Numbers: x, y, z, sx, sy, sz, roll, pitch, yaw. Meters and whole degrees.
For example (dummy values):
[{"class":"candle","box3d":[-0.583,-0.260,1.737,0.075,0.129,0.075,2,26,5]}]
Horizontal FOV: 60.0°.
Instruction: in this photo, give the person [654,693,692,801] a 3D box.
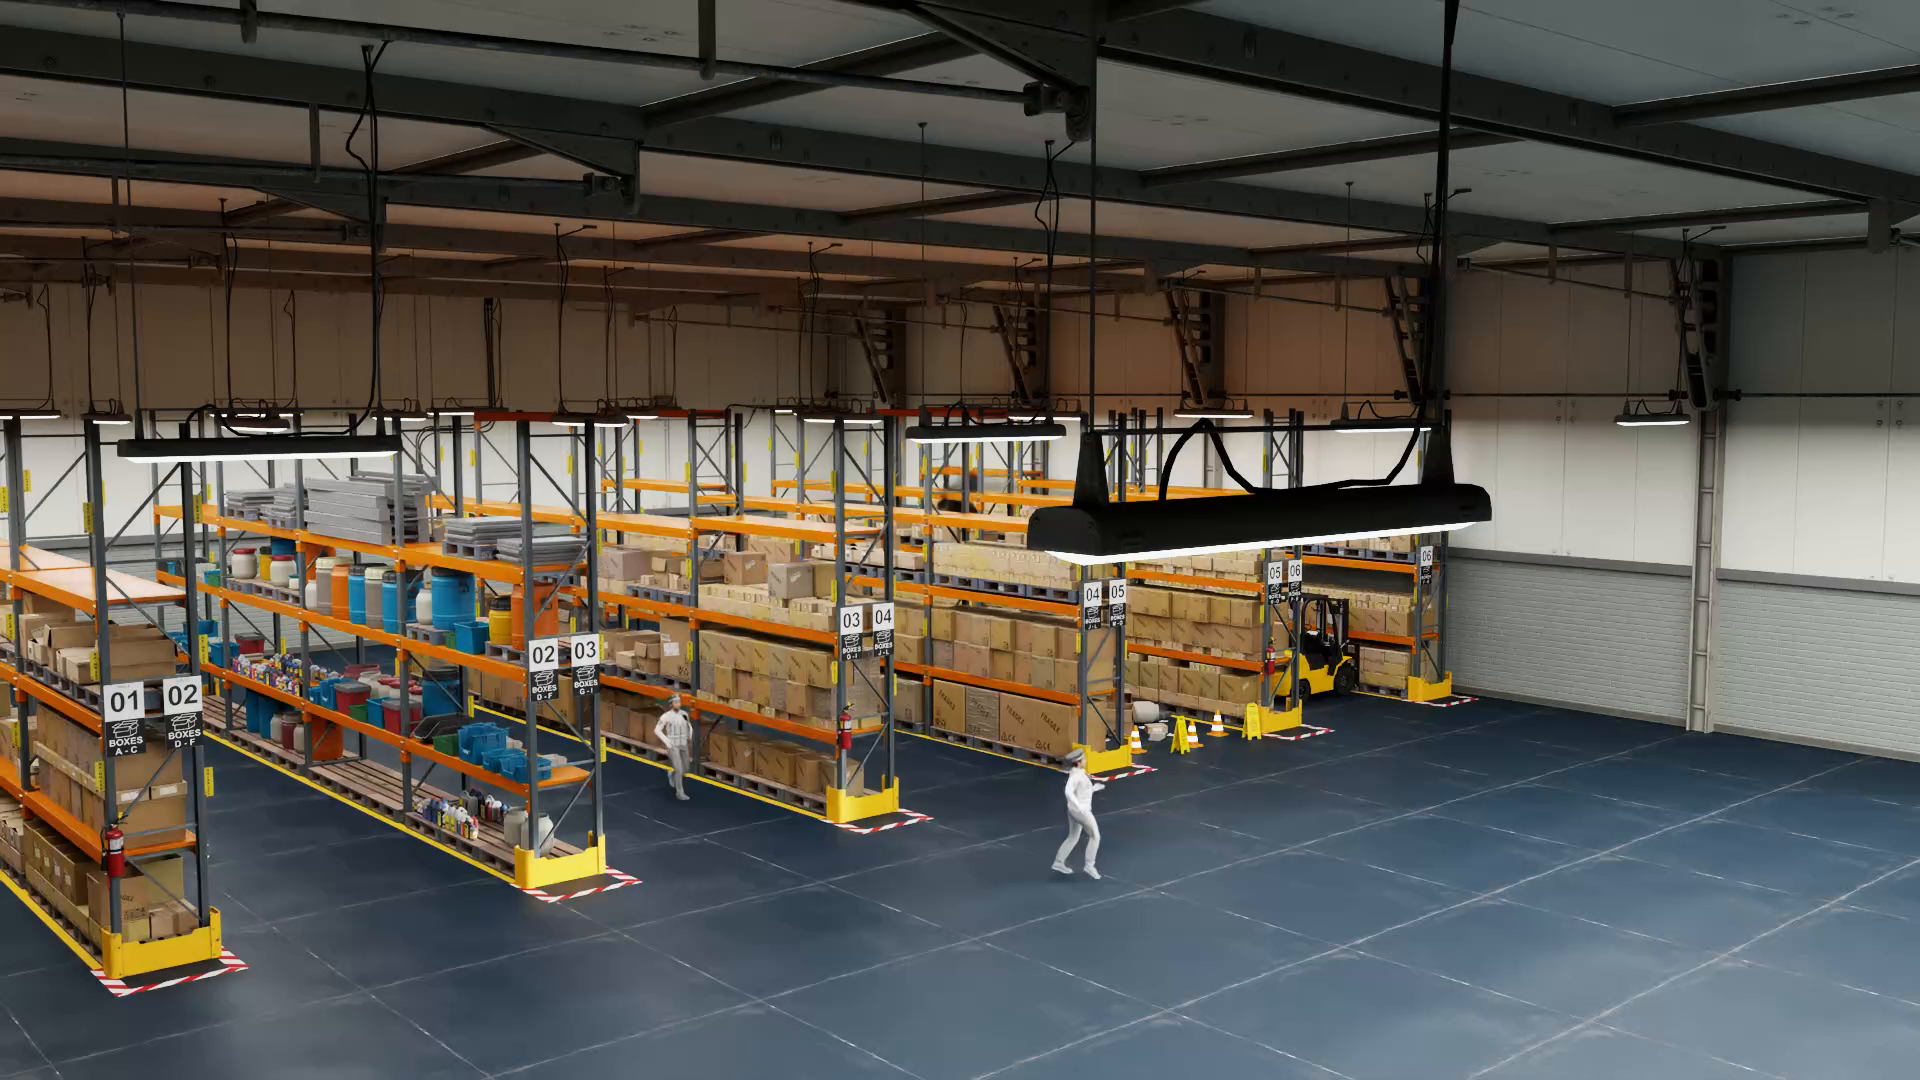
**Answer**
[{"class":"person","box3d":[-4.467,3.214,26.075,0.622,1.654,0.717,-4,6,-39]}]

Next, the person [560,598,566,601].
[{"class":"person","box3d":[-9.428,2.134,38.868,0.642,1.581,0.858,-2,6,-25]}]

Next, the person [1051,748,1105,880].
[{"class":"person","box3d":[1.553,3.584,21.700,0.709,1.747,0.593,-1,5,-11]}]
